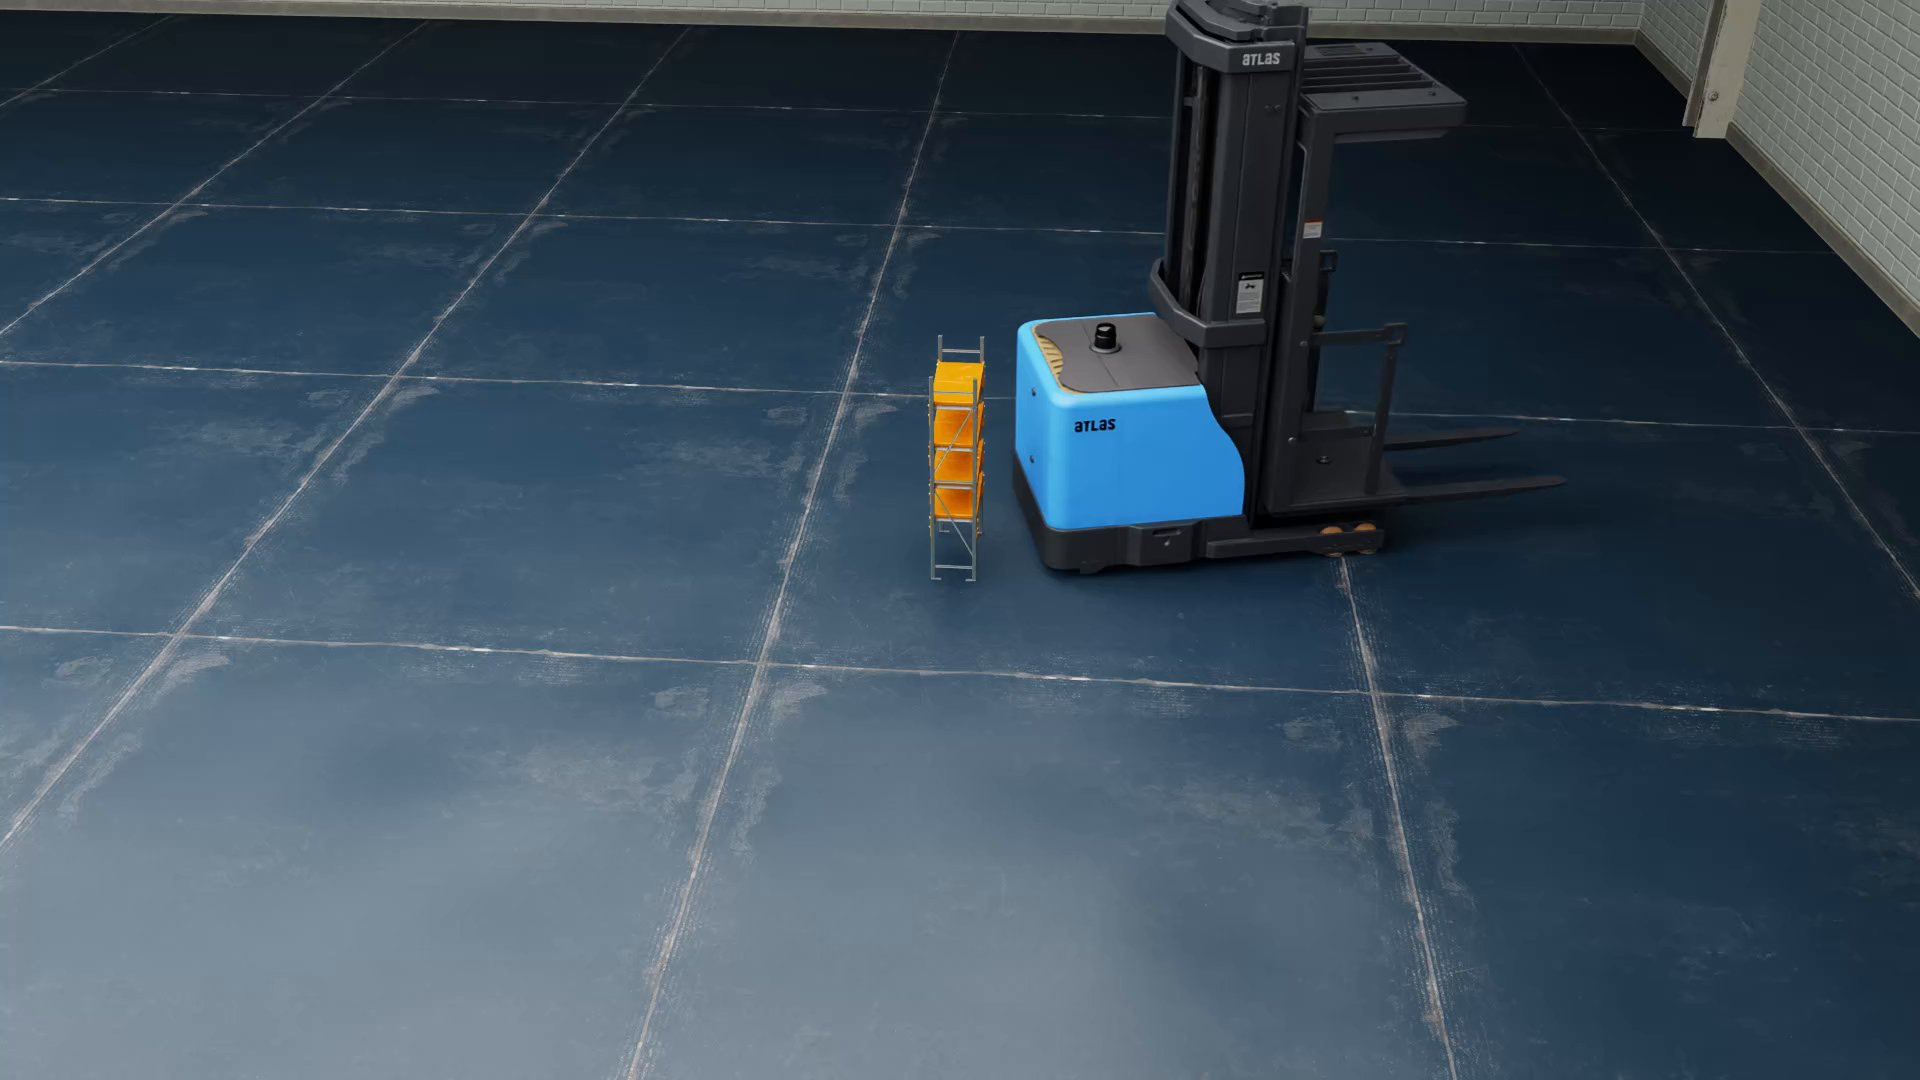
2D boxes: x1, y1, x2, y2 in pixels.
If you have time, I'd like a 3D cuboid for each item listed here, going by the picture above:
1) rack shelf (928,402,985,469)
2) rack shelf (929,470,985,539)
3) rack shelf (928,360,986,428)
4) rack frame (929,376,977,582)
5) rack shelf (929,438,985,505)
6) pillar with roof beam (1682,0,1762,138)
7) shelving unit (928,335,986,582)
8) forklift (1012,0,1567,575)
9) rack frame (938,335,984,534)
[{"bbox_3d":[-0.013,-0.557,8.713,0.258,0.148,0.480,2,32,4],"label":"rack shelf"},{"bbox_3d":[-0.013,-0.198,8.934,0.258,0.148,0.480,2,32,4],"label":"rack shelf"},{"bbox_3d":[-0.013,-0.759,8.589,0.258,0.148,0.480,2,32,4],"label":"rack shelf"},{"bbox_3d":[-0.033,-0.297,8.588,0.240,1.200,0.015,2,32,4],"label":"rack frame"},{"bbox_3d":[-0.013,-0.367,8.830,0.258,0.148,0.480,2,32,4],"label":"rack shelf"},{"bbox_3d":[2.607,-7.800,13.330,9.100,9.000,0.400,2,32,4],"label":"pillar with roof beam"},{"bbox_3d":[-0.013,-0.424,8.795,0.258,1.200,0.503,2,32,4],"label":"shelving unit"},{"bbox_3d":[1.868,-1.423,8.765,3.031,2.935,1.130,-5,32,-8],"label":"forklift"},{"bbox_3d":[0.006,-0.552,9.002,0.240,1.200,0.015,2,32,4],"label":"rack frame"}]
